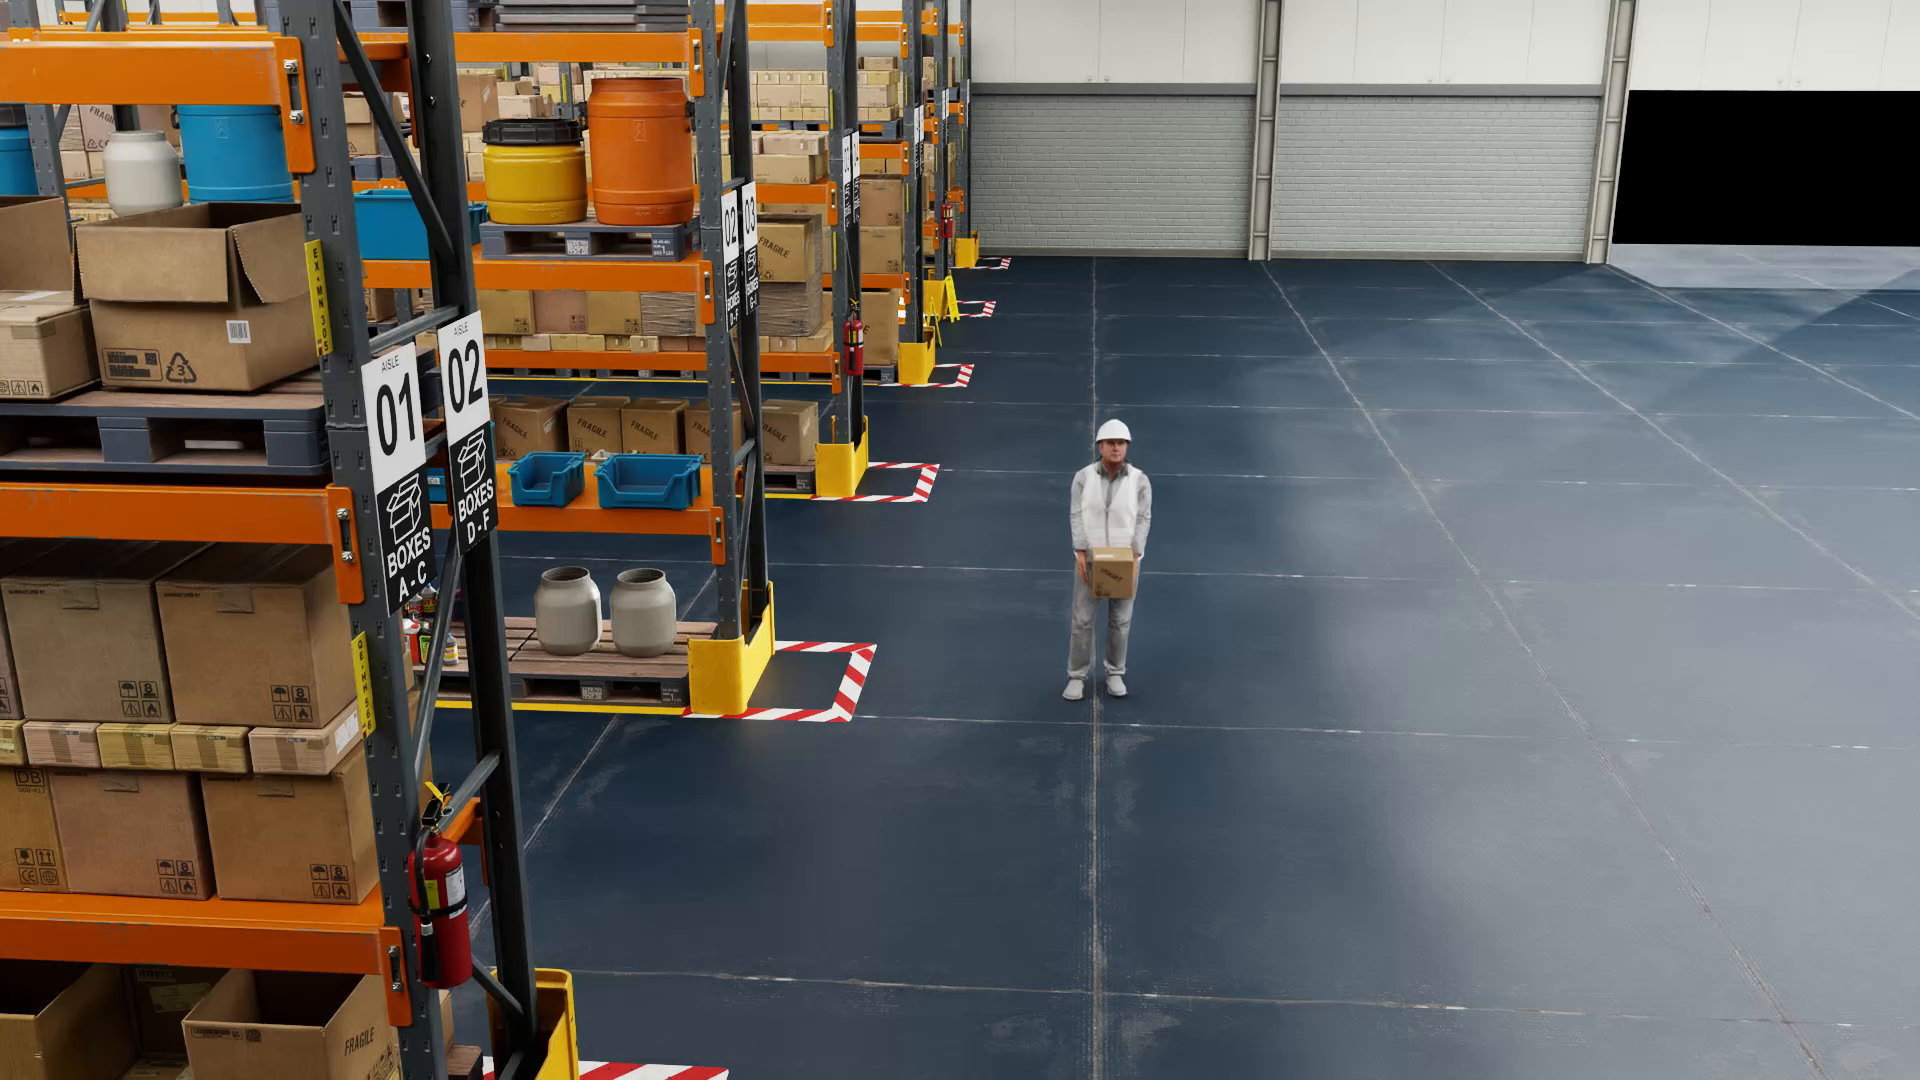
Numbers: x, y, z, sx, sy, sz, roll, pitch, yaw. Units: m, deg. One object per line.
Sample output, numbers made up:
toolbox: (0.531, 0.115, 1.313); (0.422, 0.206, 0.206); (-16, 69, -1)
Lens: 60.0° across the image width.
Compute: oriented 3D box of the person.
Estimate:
person: (0.943, 0.132, 10.579); (0.533, 1.775, 0.507); (2, 17, 6)
